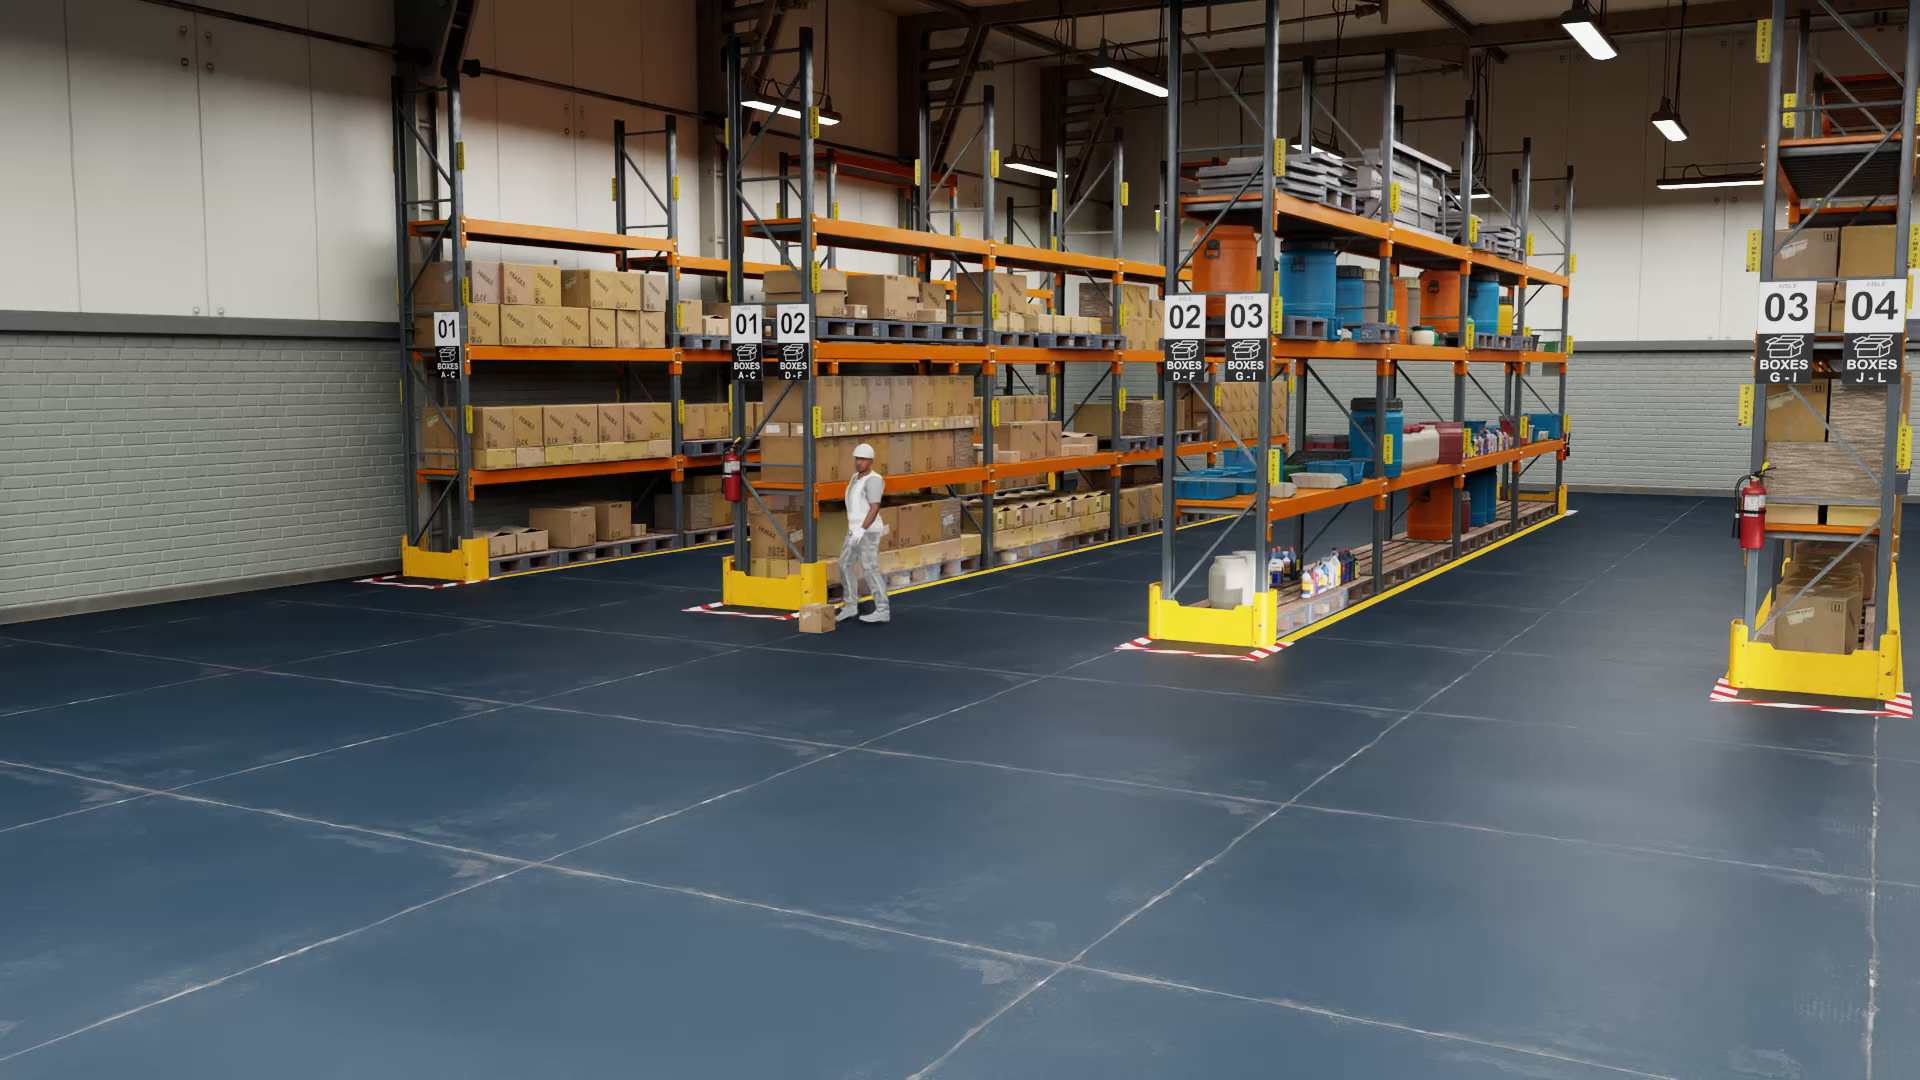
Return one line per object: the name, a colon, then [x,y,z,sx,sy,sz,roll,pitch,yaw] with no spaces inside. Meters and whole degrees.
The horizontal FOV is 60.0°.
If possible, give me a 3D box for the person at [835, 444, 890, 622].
person: [-0.995,-0.050,16.557,0.549,1.817,0.717,-1,6,-13]
